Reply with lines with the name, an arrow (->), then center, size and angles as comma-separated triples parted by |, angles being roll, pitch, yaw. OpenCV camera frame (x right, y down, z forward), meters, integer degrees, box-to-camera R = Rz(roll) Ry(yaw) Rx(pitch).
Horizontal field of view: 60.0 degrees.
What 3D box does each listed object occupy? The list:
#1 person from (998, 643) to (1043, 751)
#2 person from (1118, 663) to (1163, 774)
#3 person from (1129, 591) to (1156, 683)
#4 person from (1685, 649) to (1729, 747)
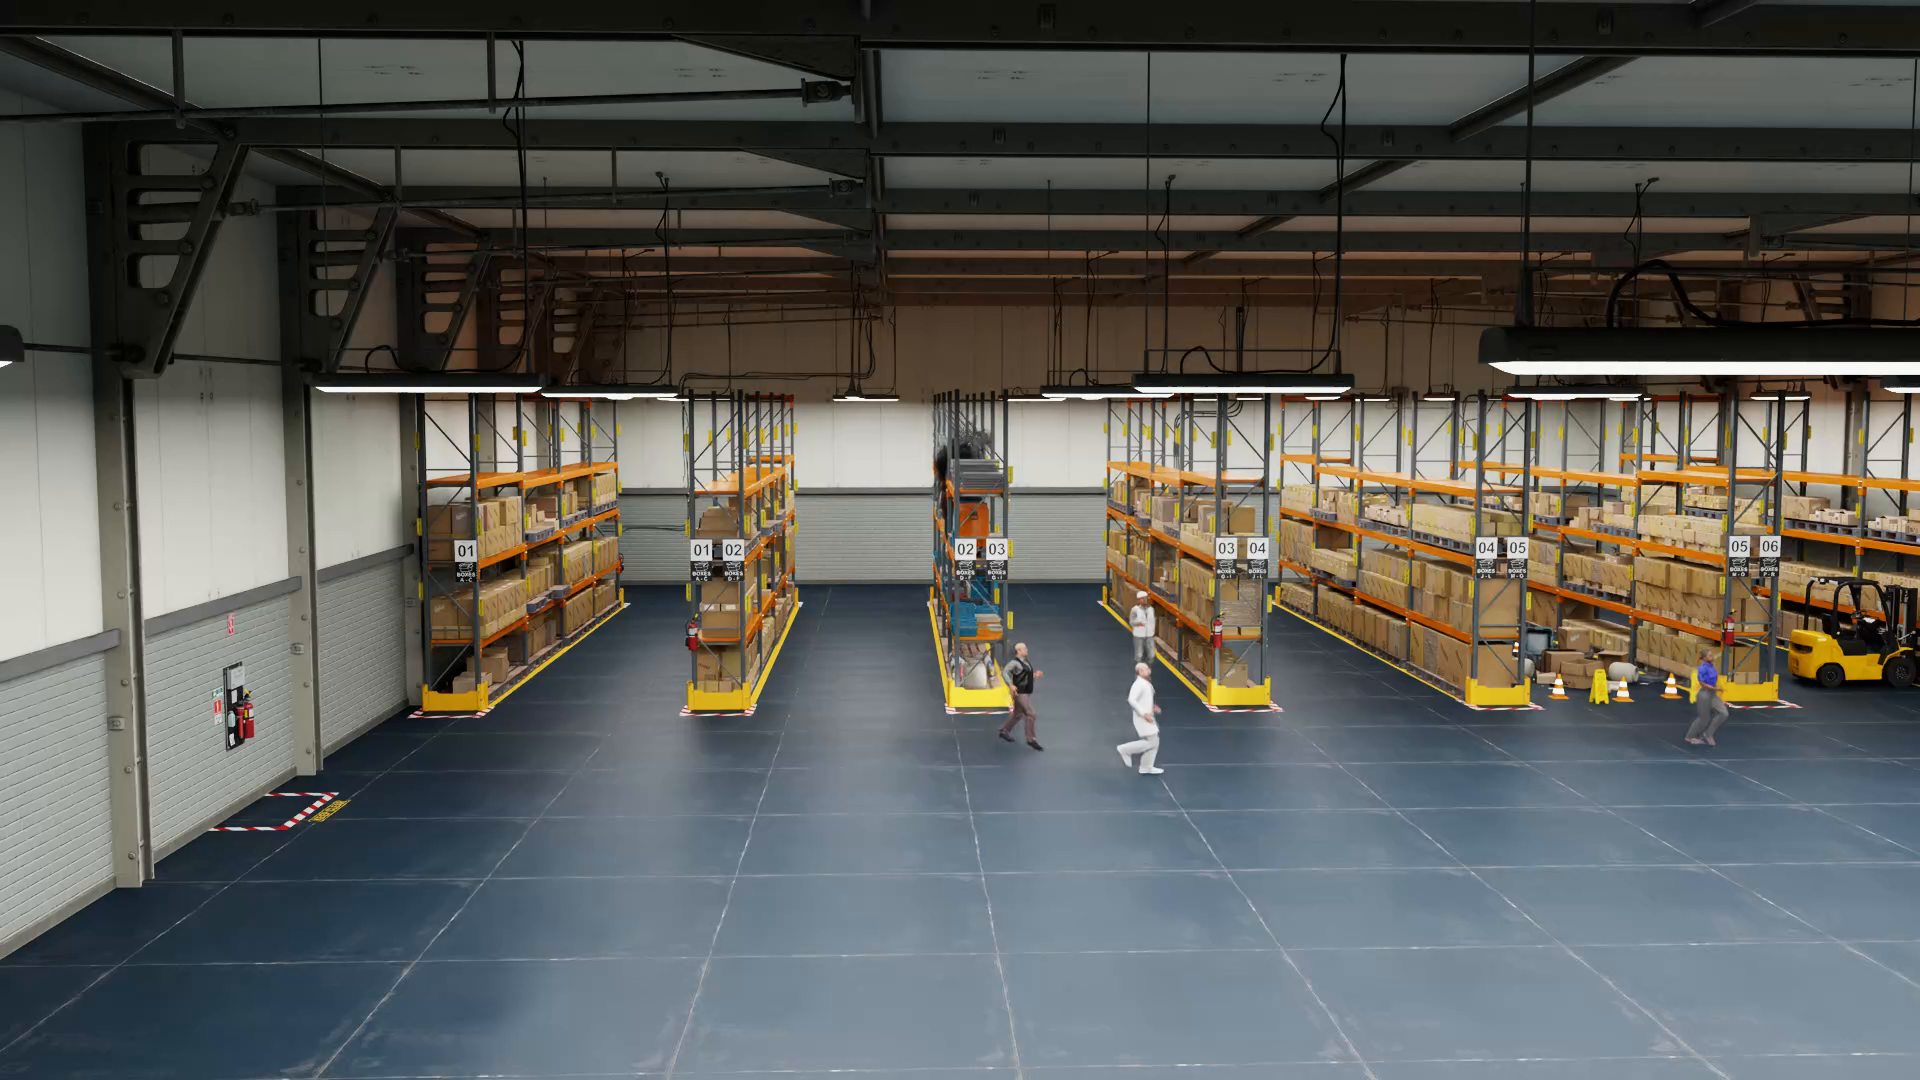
person -> 1.010, 2.596, 27.695 | 0.825, 1.772, 0.634 | 1, 5, 18
person -> 2.836, 2.759, 25.736 | 0.635, 1.734, 0.723 | 1, 5, 13
person -> 3.629, 1.921, 32.627 | 0.642, 1.834, 0.651 | -1, 5, -13
person -> 12.540, 2.643, 27.877 | 0.581, 1.651, 0.656 | -4, 6, -42
